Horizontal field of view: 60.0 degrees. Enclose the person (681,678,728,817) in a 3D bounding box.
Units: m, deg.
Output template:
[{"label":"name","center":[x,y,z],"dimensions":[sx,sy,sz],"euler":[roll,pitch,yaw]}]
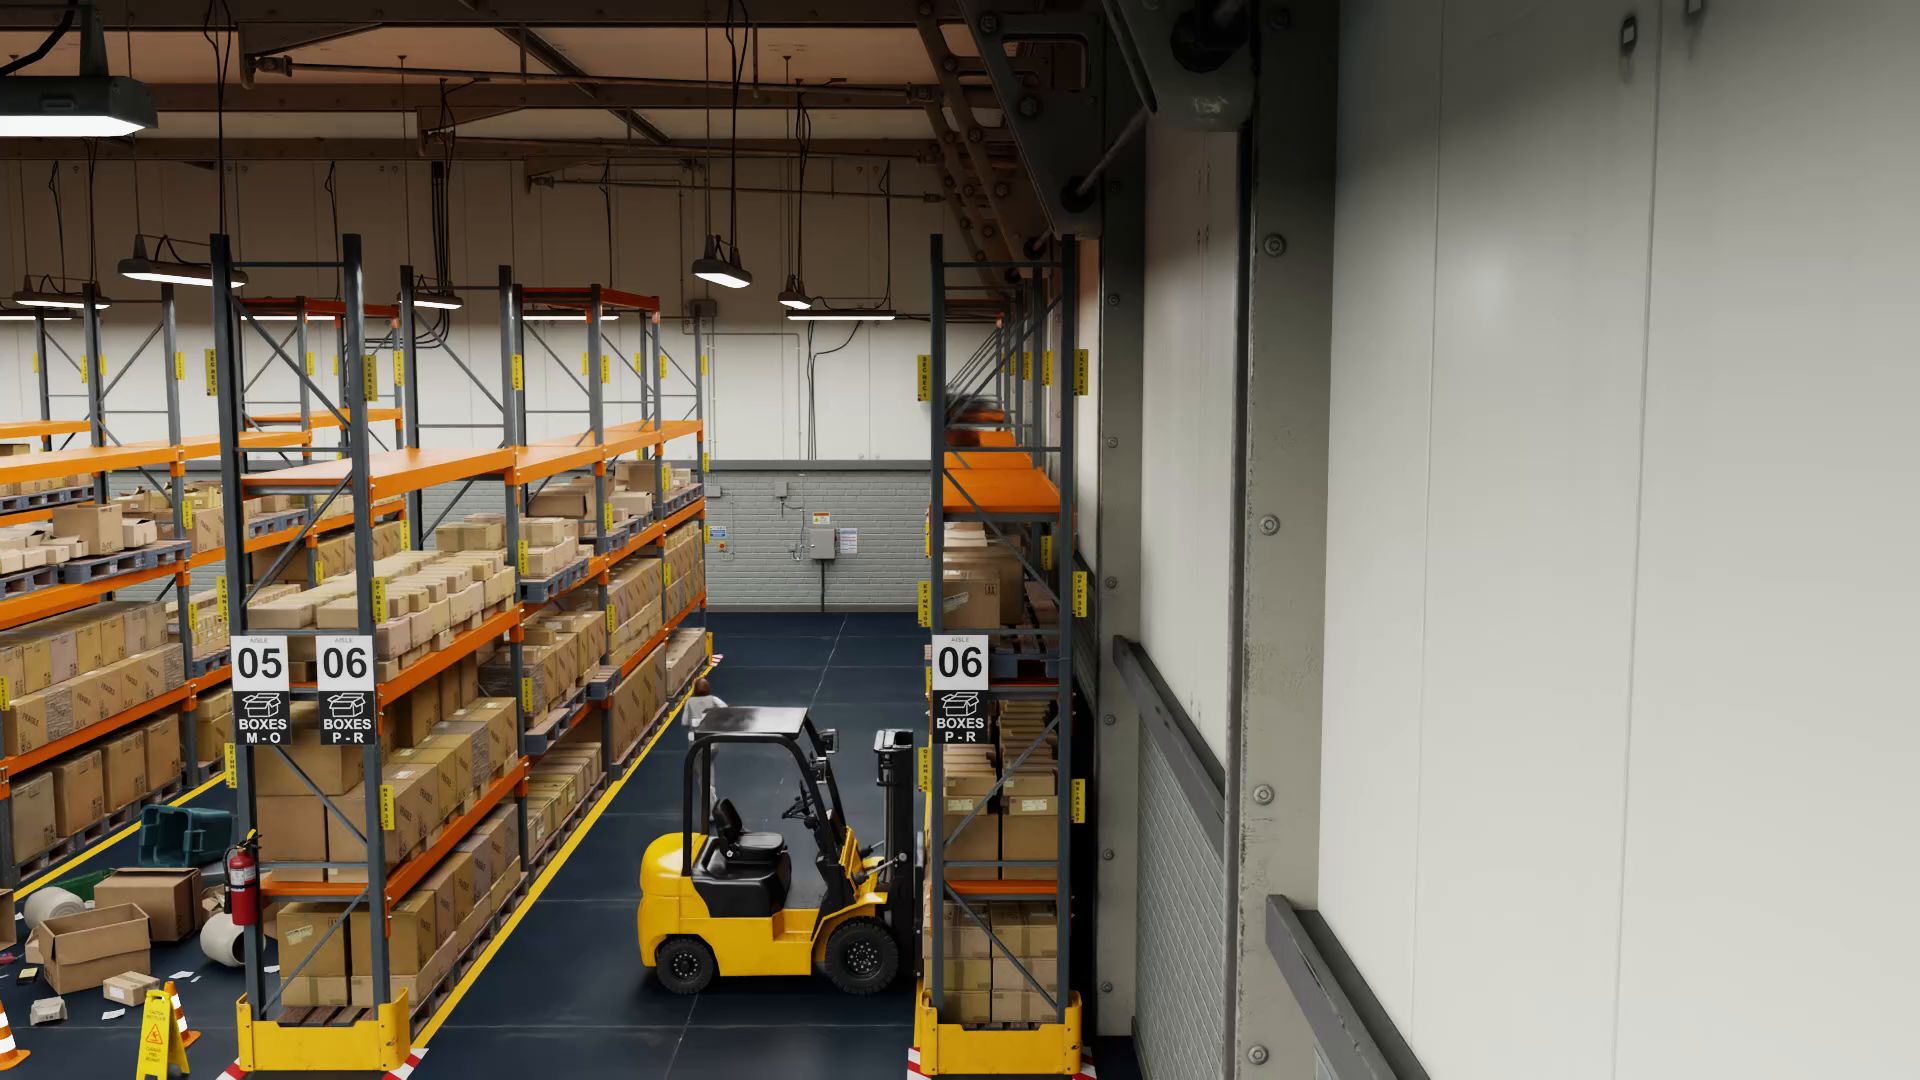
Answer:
[{"label":"person","center":[-2.867,2.328,18.757],"dimensions":[0.513,1.526,0.781],"euler":[-2,7,-19]}]
